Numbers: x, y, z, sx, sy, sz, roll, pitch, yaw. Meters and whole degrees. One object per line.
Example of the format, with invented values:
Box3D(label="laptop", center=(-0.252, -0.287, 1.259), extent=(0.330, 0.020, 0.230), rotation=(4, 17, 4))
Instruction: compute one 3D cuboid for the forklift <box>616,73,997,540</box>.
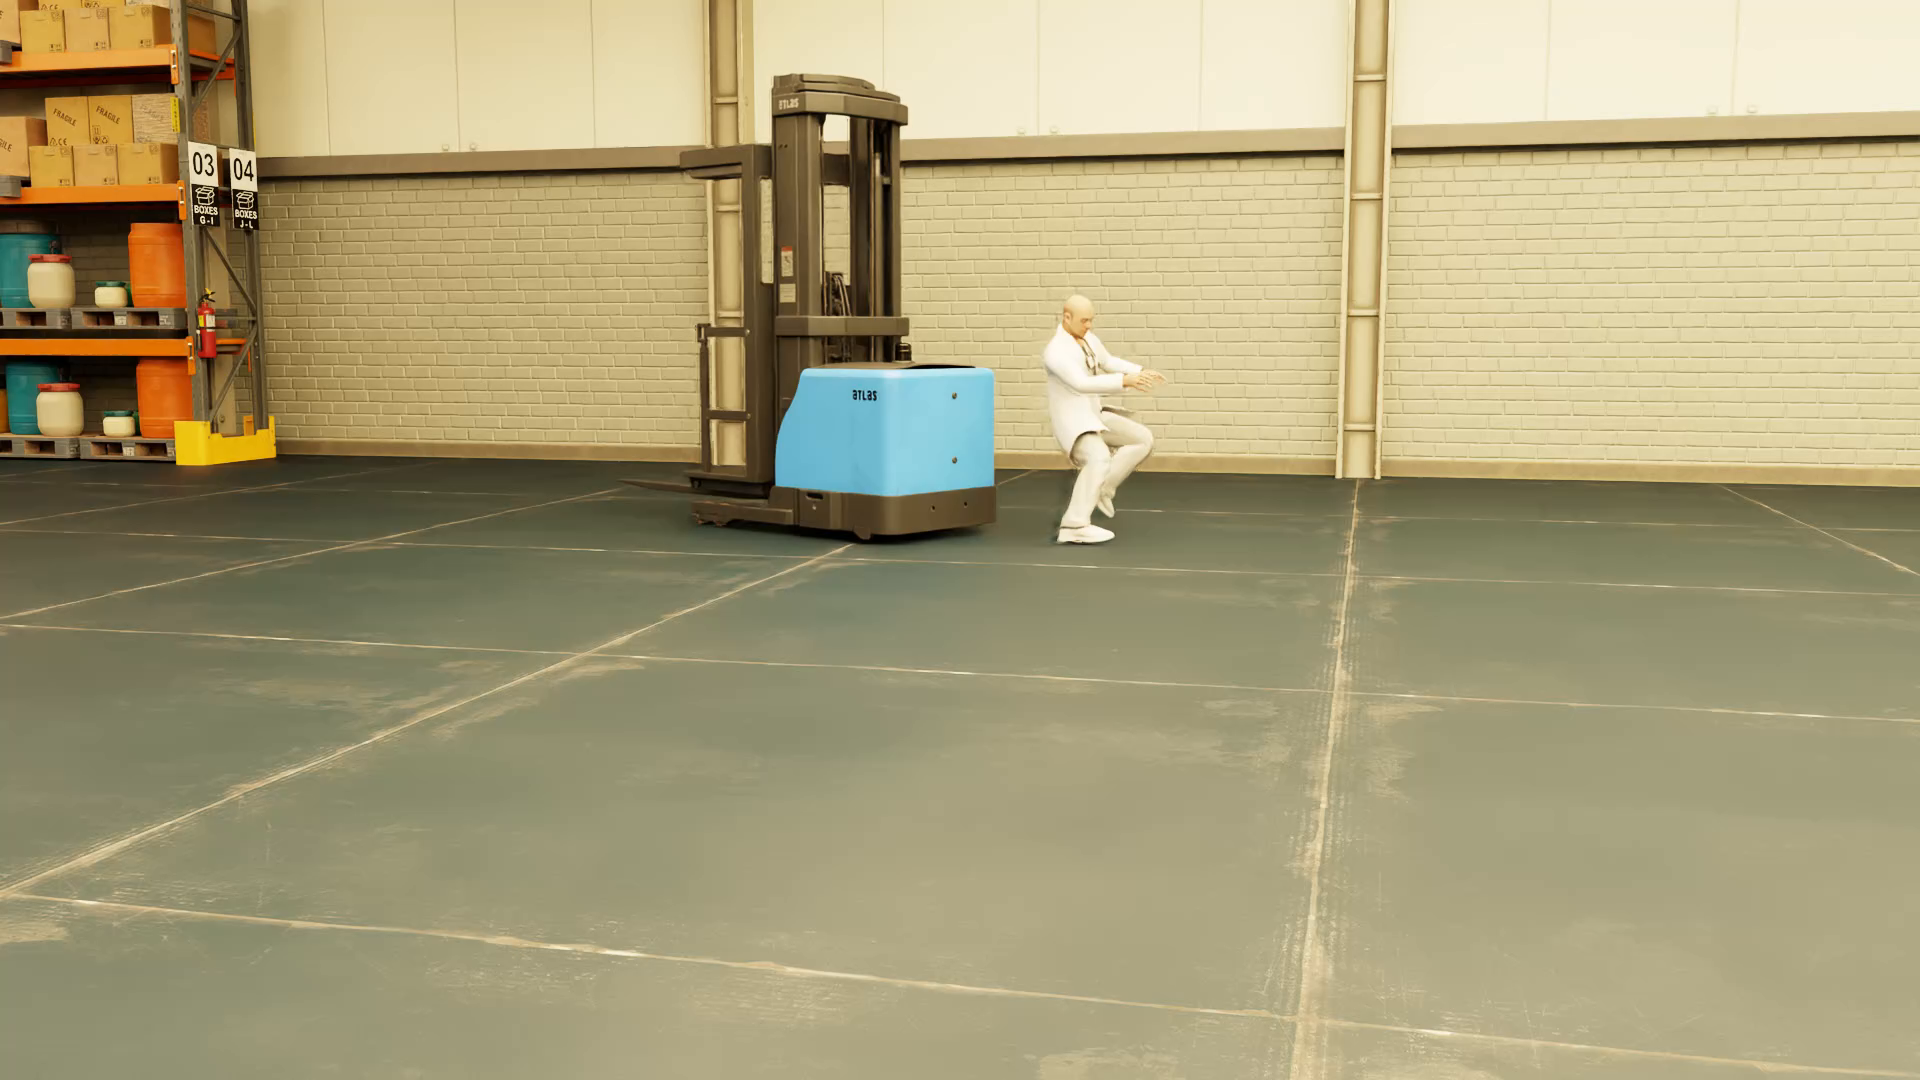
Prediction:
Box3D(label="forklift", center=(-1.192, -1.582, 11.331), extent=(3.031, 2.935, 1.130), rotation=(6, 10, 42))

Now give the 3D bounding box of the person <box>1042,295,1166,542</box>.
Box3D(label="person", center=(0.934, -0.787, 10.601), extent=(0.825, 1.533, 0.898), rotation=(4, 8, 30))
